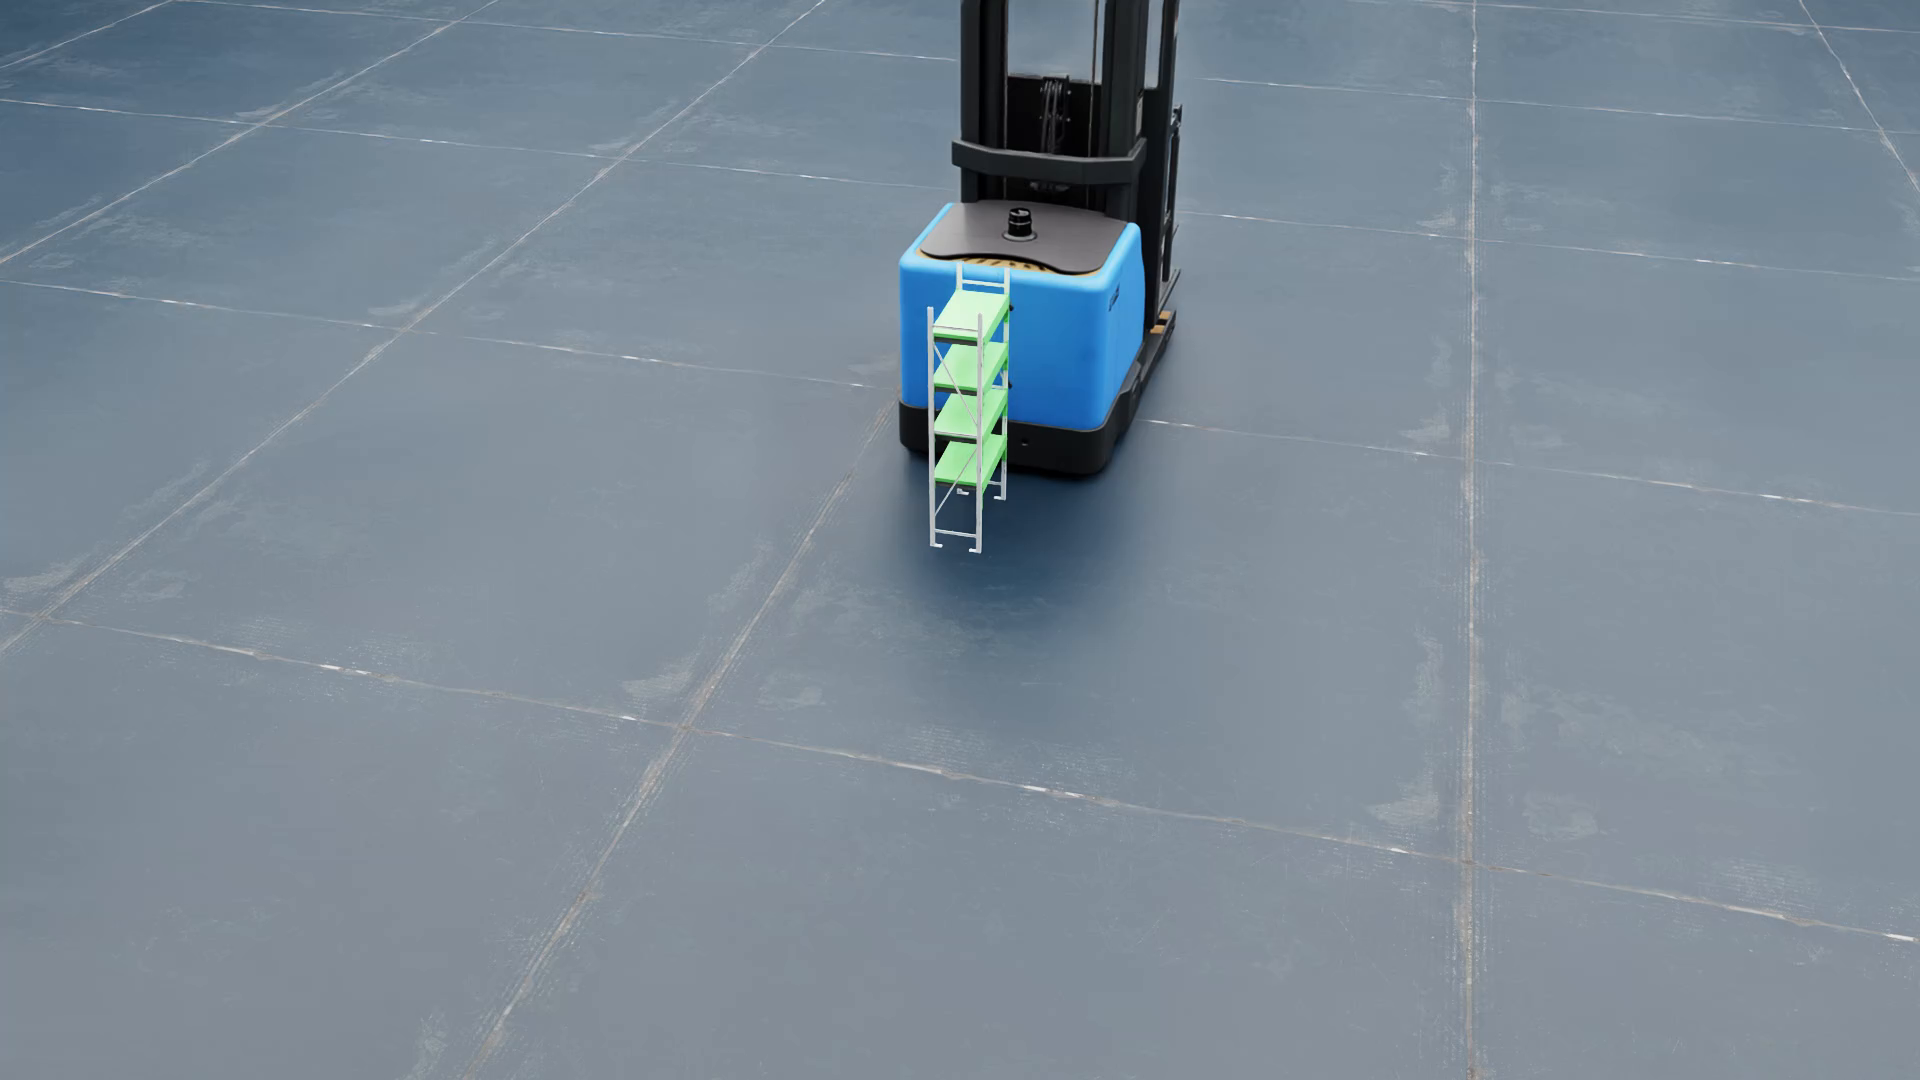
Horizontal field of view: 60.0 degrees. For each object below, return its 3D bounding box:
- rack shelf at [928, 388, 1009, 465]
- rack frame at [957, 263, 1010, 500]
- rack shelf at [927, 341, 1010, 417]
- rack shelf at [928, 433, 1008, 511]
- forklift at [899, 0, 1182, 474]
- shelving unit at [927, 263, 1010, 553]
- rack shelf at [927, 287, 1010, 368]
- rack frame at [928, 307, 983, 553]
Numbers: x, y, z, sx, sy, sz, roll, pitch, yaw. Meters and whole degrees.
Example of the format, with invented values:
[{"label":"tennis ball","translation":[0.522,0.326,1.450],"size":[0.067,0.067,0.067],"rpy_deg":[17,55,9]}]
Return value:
[{"label":"rack shelf","translation":[0.042,-0.538,7.597],"size":[0.258,0.148,0.480],"rpy_deg":[8,33,12]},{"label":"rack frame","translation":[0.104,-0.719,7.762],"size":[0.240,1.200,0.015],"rpy_deg":[8,33,12]},{"label":"rack shelf","translation":[0.042,-0.741,7.469],"size":[0.258,0.148,0.480],"rpy_deg":[8,33,12]},{"label":"rack shelf","translation":[0.042,-0.336,7.726],"size":[0.258,0.148,0.480],"rpy_deg":[8,33,12]},{"label":"forklift","translation":[0.611,-2.341,8.701],"size":[1.130,2.935,3.031],"rpy_deg":[9,34,14]},{"label":"shelving unit","translation":[0.042,-0.592,7.563],"size":[0.258,1.200,0.503],"rpy_deg":[8,33,12]},{"label":"rack shelf","translation":[0.042,-0.943,7.340],"size":[0.258,0.148,0.480],"rpy_deg":[8,33,12]},{"label":"rack frame","translation":[-0.020,-0.466,7.364],"size":[0.240,1.200,0.015],"rpy_deg":[8,33,12]}]
